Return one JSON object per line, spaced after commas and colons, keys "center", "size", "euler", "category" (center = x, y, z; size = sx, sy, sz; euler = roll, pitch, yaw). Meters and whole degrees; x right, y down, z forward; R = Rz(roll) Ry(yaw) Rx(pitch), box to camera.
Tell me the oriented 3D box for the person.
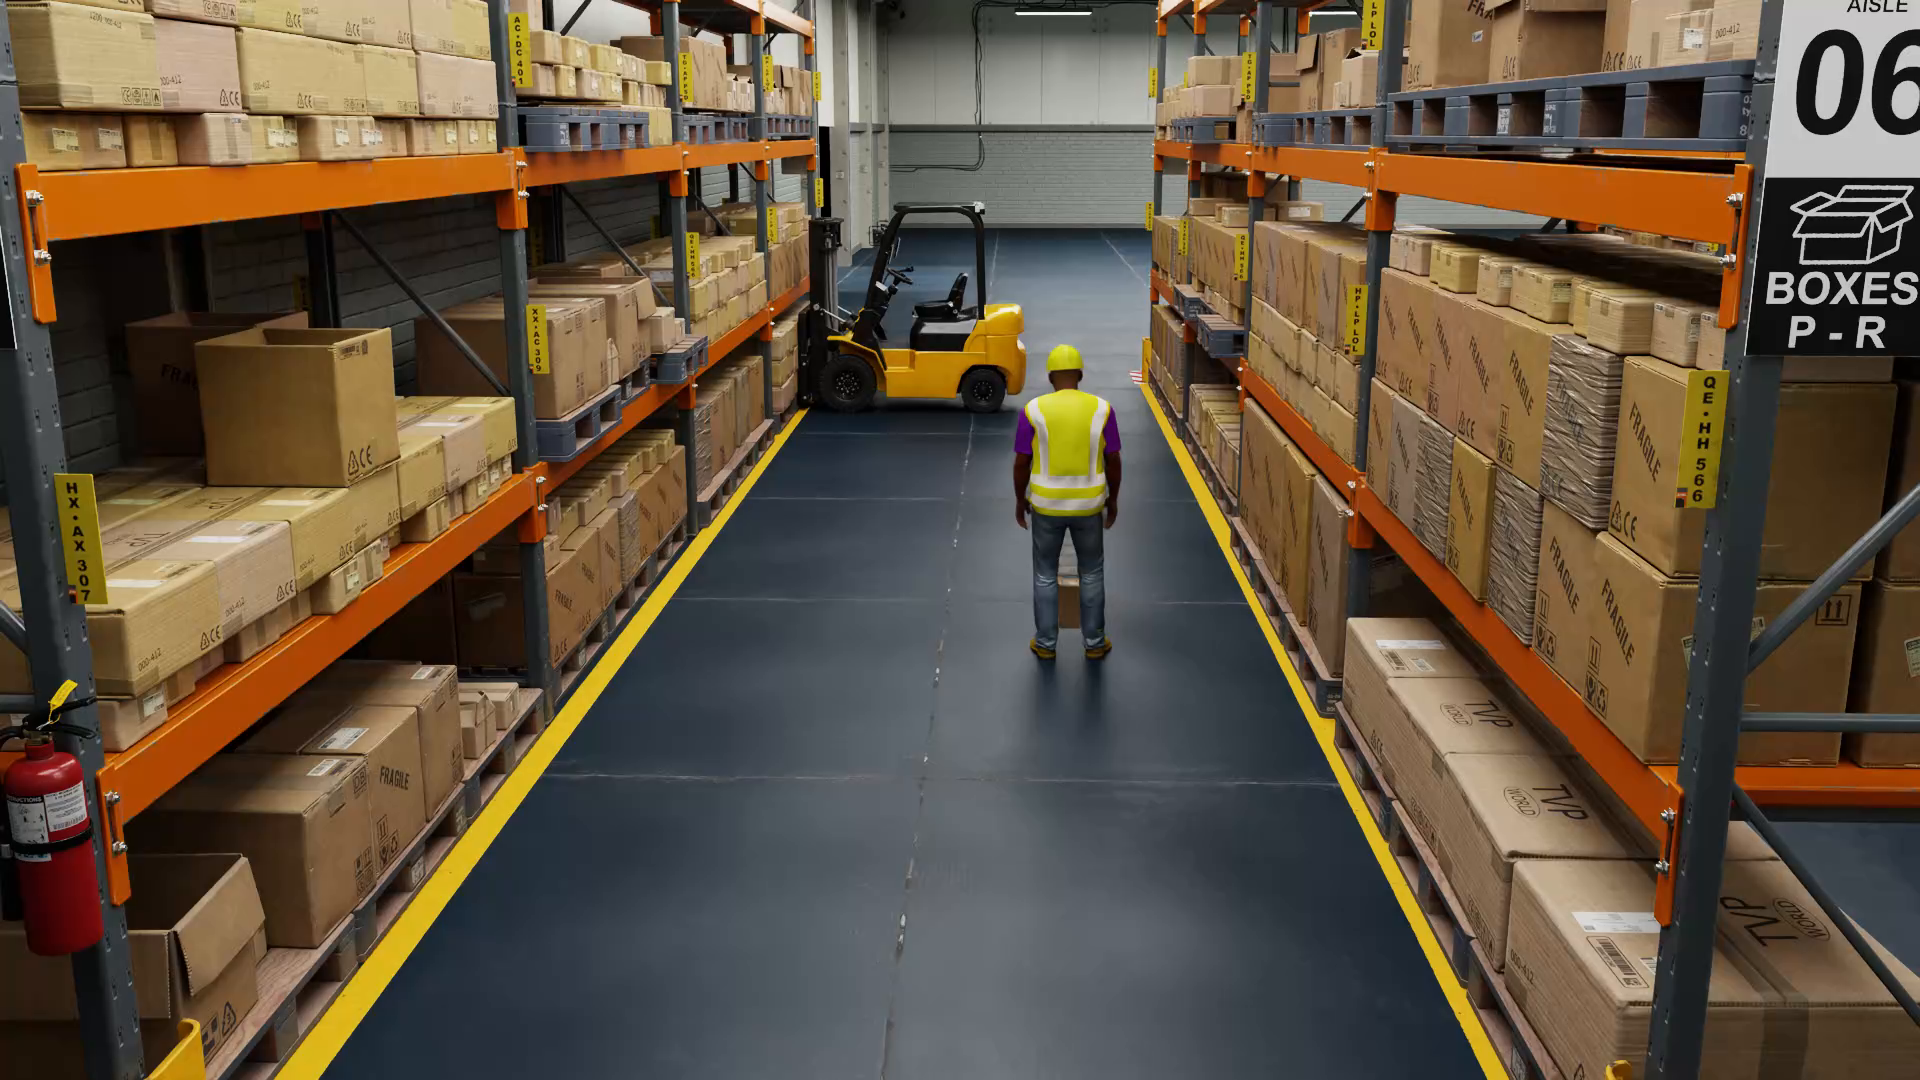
{"center": [0.596, -0.206, 9.292], "size": [0.604, 1.762, 0.446], "euler": [0, 14, 0], "category": "person"}
